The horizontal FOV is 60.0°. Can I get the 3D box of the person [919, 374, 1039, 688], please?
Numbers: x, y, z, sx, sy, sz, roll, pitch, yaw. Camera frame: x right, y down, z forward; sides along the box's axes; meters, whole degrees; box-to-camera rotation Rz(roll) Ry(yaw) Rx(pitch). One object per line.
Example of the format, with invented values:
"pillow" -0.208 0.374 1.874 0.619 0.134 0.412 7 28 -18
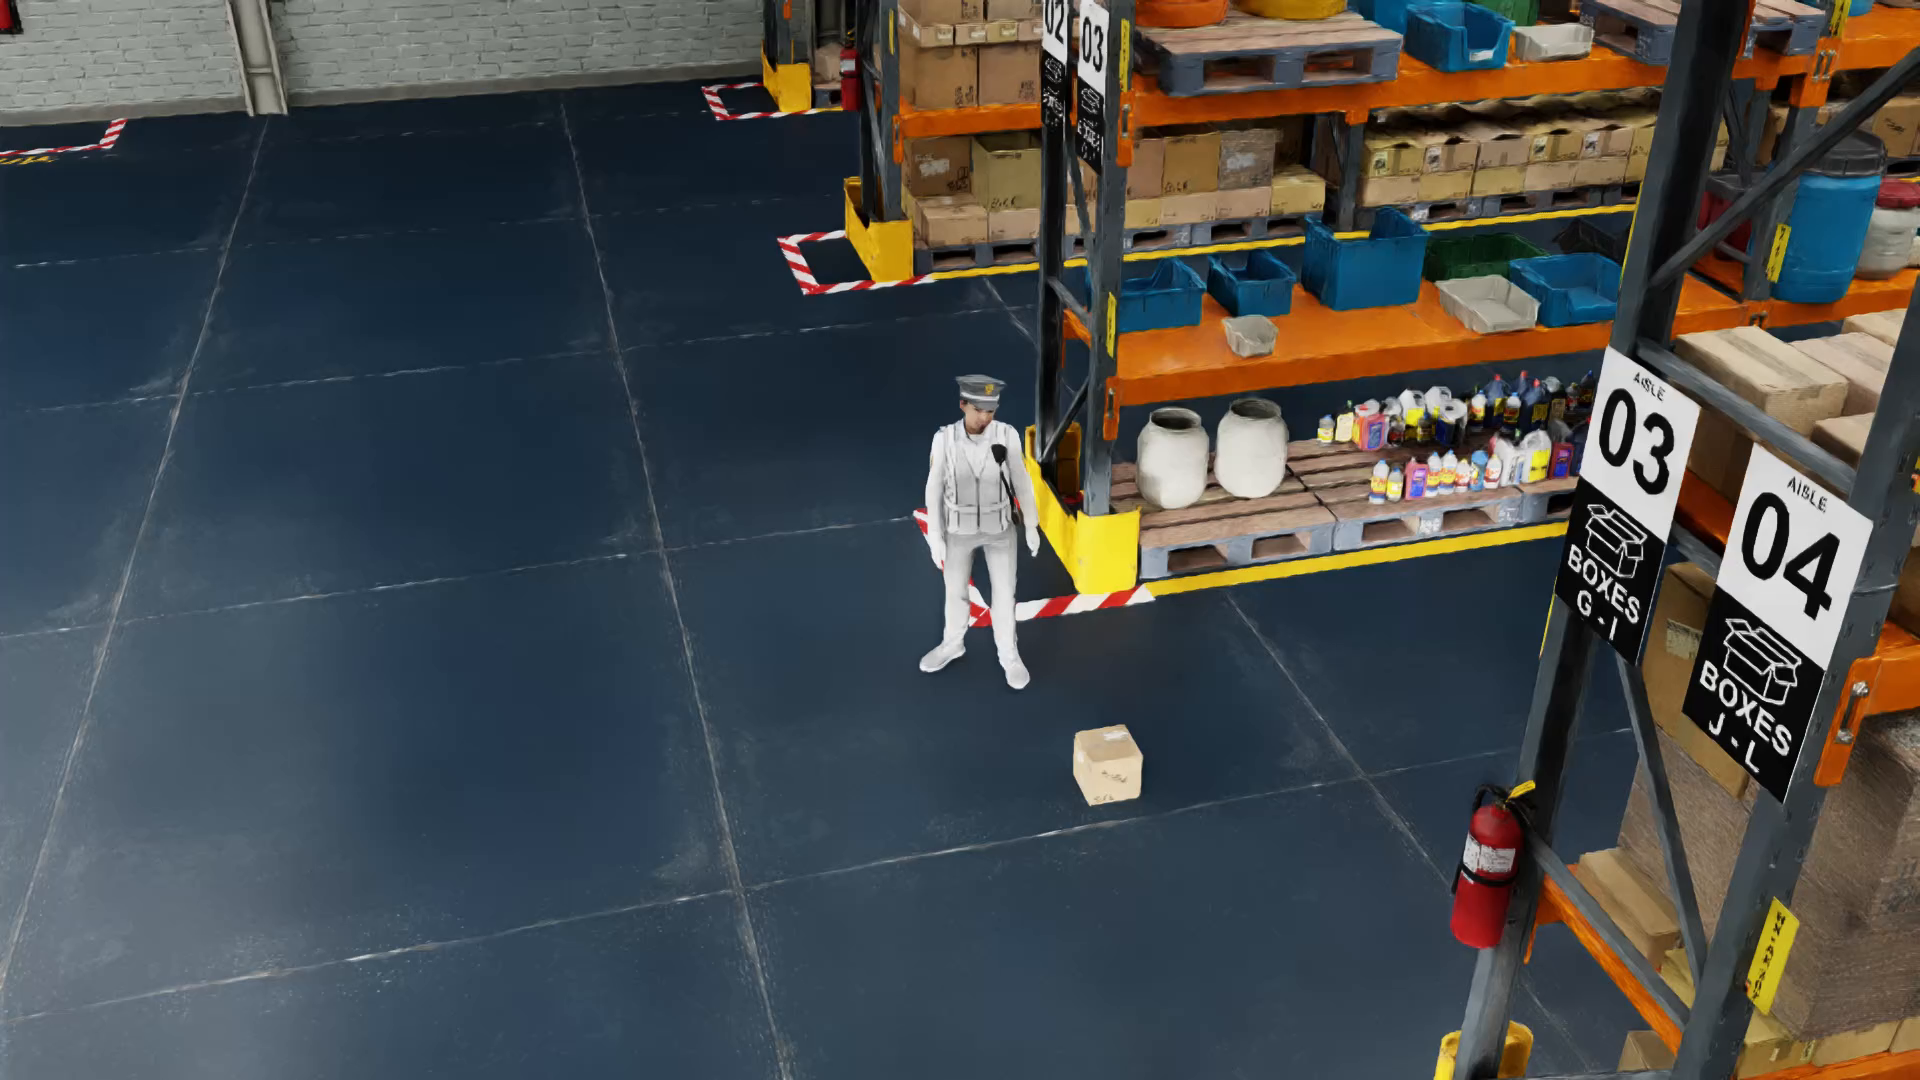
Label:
"person" 0.092 -0.051 8.258 0.608 1.689 0.356 1 30 1
